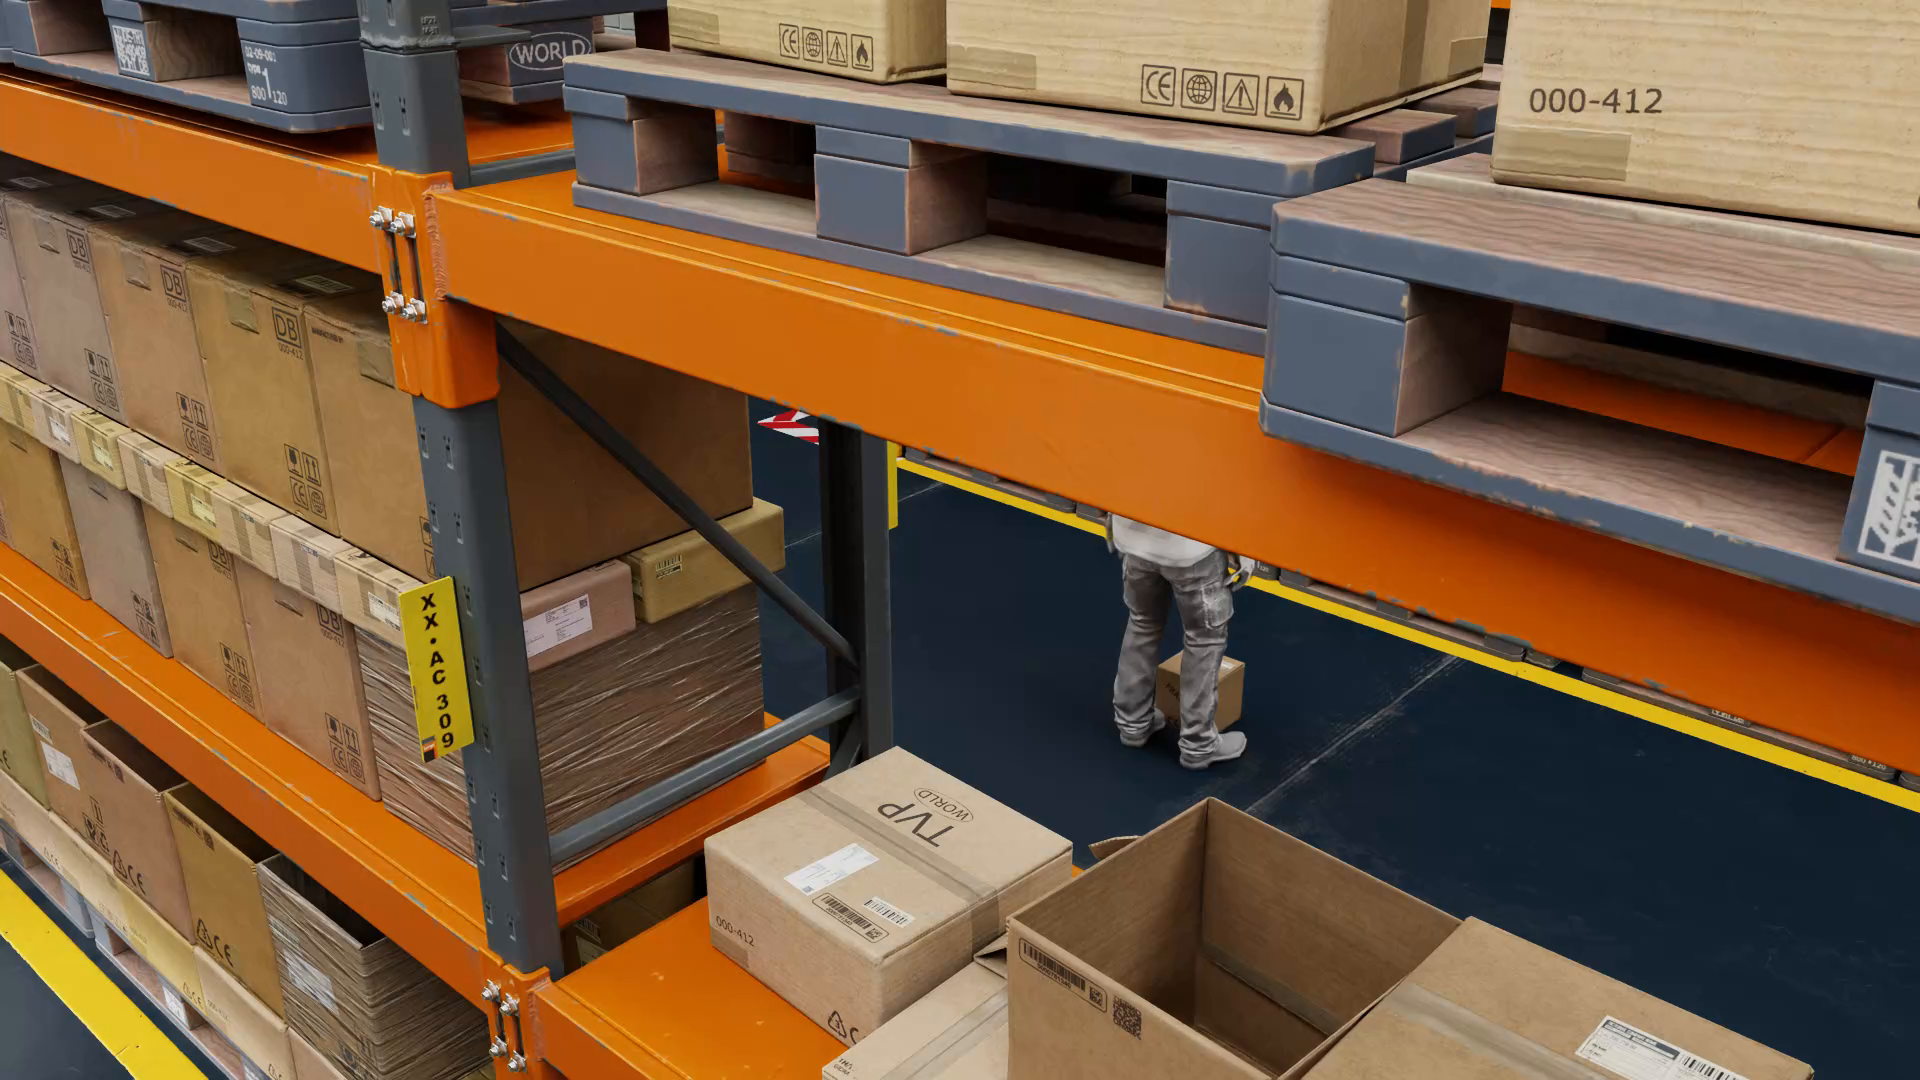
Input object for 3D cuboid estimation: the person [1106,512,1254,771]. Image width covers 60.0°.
[{"bbox_3d":[0.803,-0.018,6.131,0.615,1.772,0.452,18,30,36],"label":"person"}]
